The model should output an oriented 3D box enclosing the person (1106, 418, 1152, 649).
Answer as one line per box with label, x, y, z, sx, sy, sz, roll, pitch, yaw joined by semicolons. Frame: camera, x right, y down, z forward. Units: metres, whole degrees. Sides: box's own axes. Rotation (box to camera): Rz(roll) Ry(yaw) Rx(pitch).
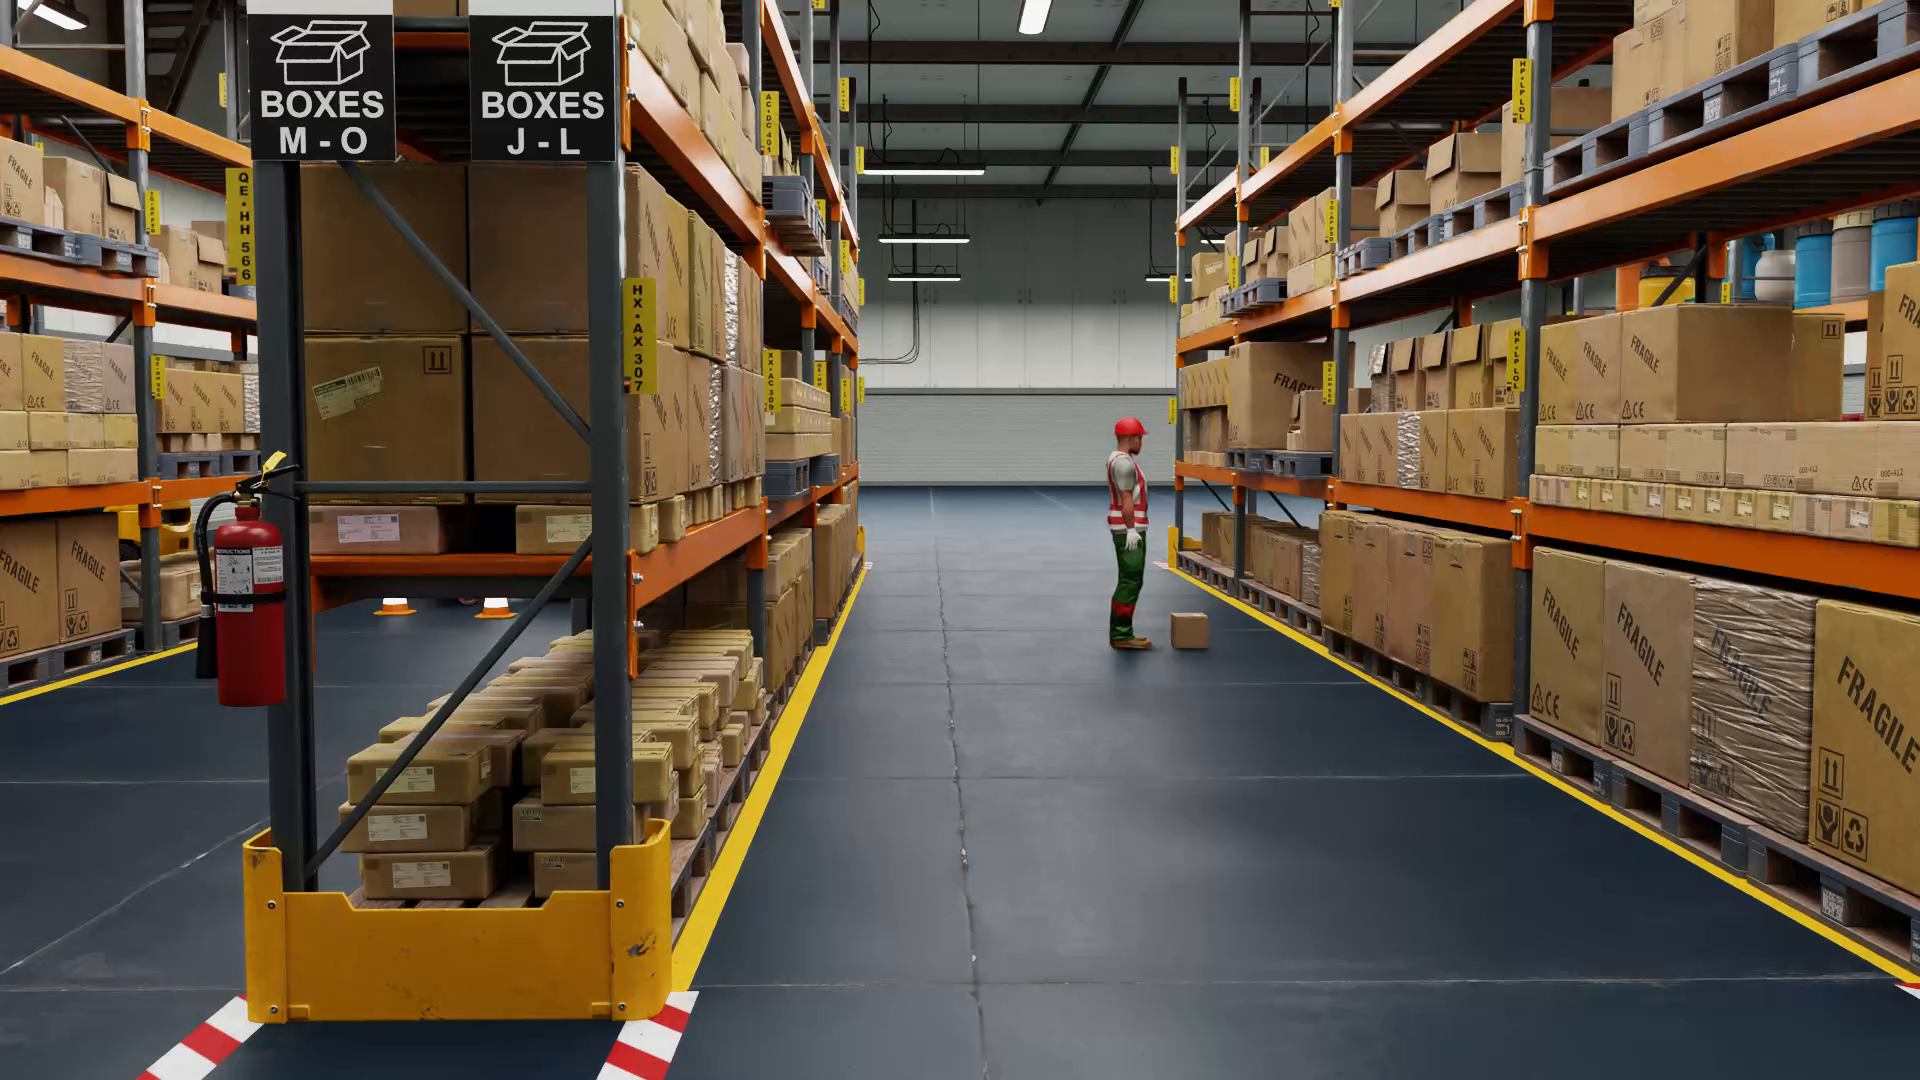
person;1.309;-0.057;12.923;0.346;1.780;0.527;0;4;0
